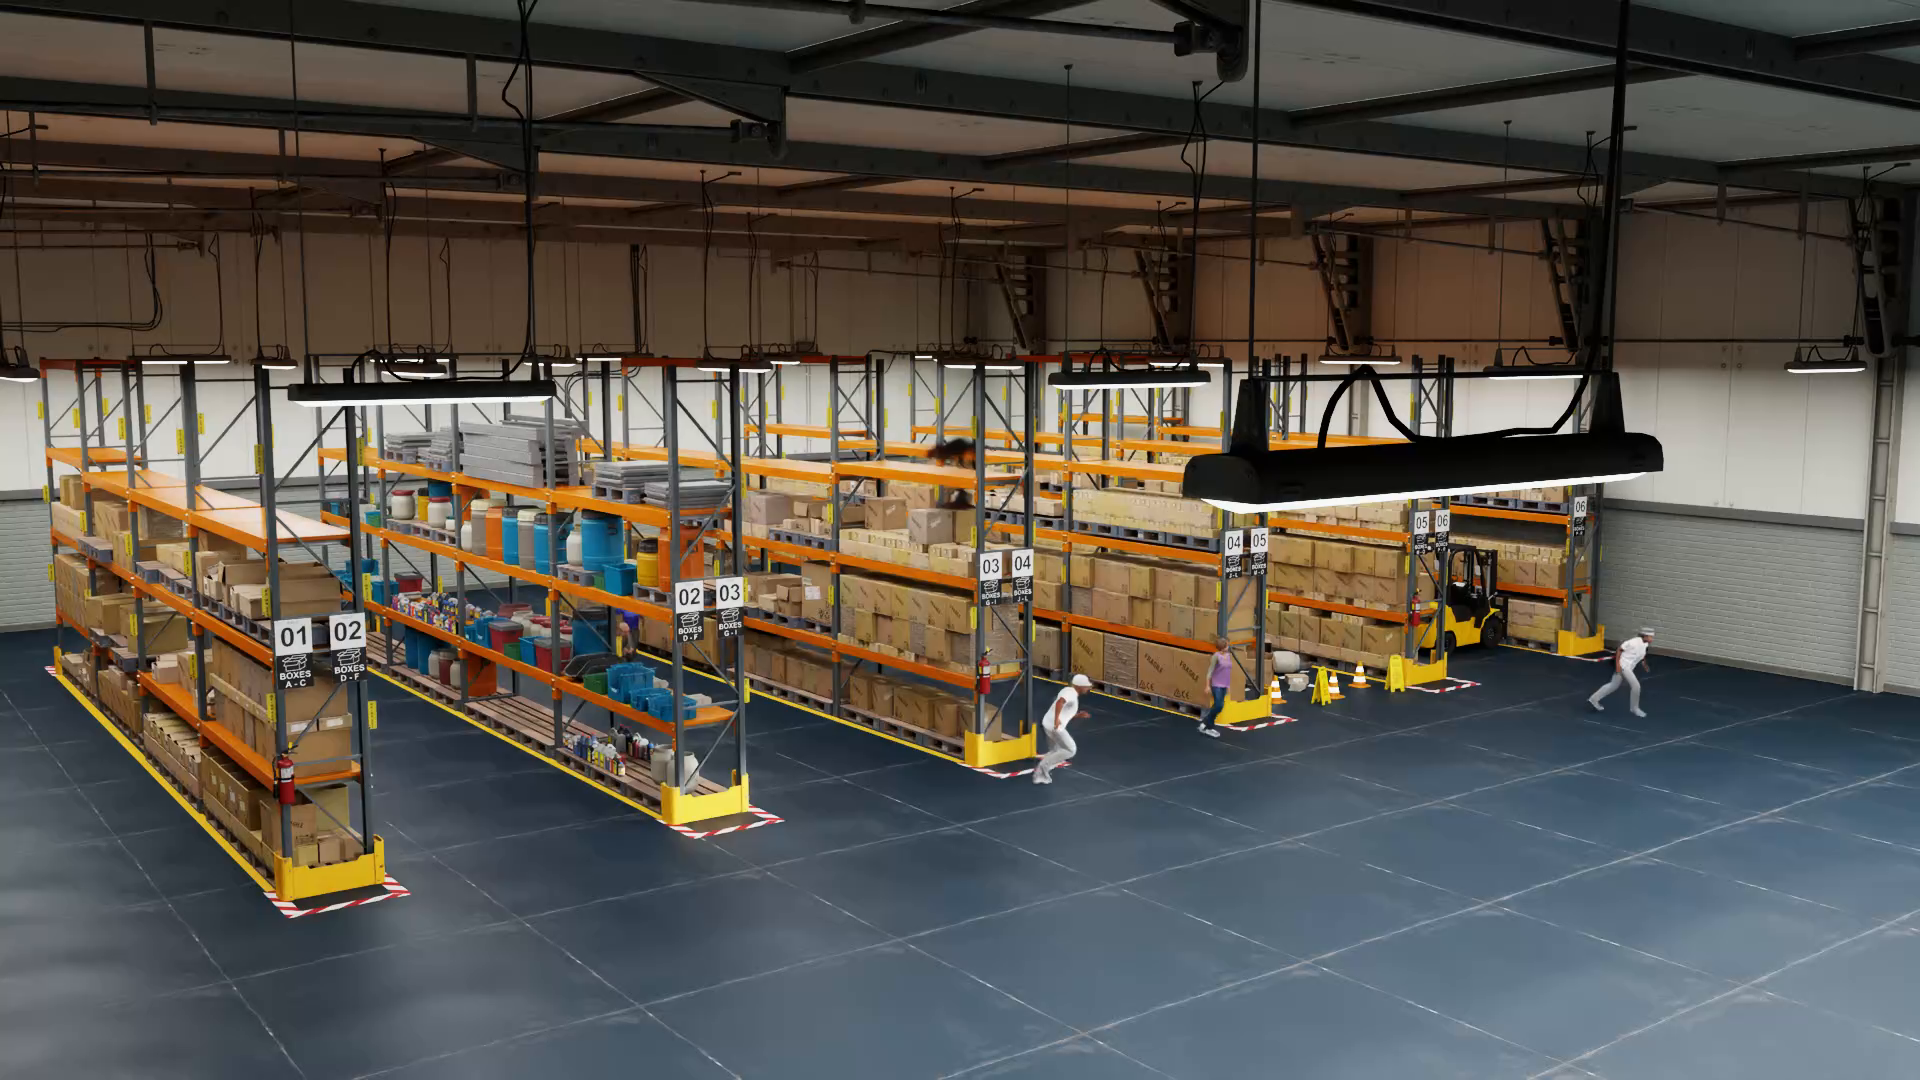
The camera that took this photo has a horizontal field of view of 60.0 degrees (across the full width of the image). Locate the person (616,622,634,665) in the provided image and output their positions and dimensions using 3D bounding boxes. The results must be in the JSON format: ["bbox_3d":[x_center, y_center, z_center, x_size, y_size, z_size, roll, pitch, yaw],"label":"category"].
[{"bbox_3d":[-5.980,2.122,28.864,1.052,1.490,0.720,4,8,32],"label":"person"}]

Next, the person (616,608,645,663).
[{"bbox_3d":[-6.156,1.790,31.128,0.576,1.689,0.725,-5,9,-37],"label":"person"}]

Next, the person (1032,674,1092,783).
[{"bbox_3d":[1.464,2.707,23.687,0.860,1.578,0.738,-1,7,-4],"label":"person"}]

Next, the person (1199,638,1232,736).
[{"bbox_3d":[4.099,2.360,26.592,0.396,1.587,0.552,6,9,42],"label":"person"}]

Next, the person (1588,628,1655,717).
[{"bbox_3d":[11.237,2.197,28.225,1.010,1.510,0.592,6,9,42],"label":"person"}]
